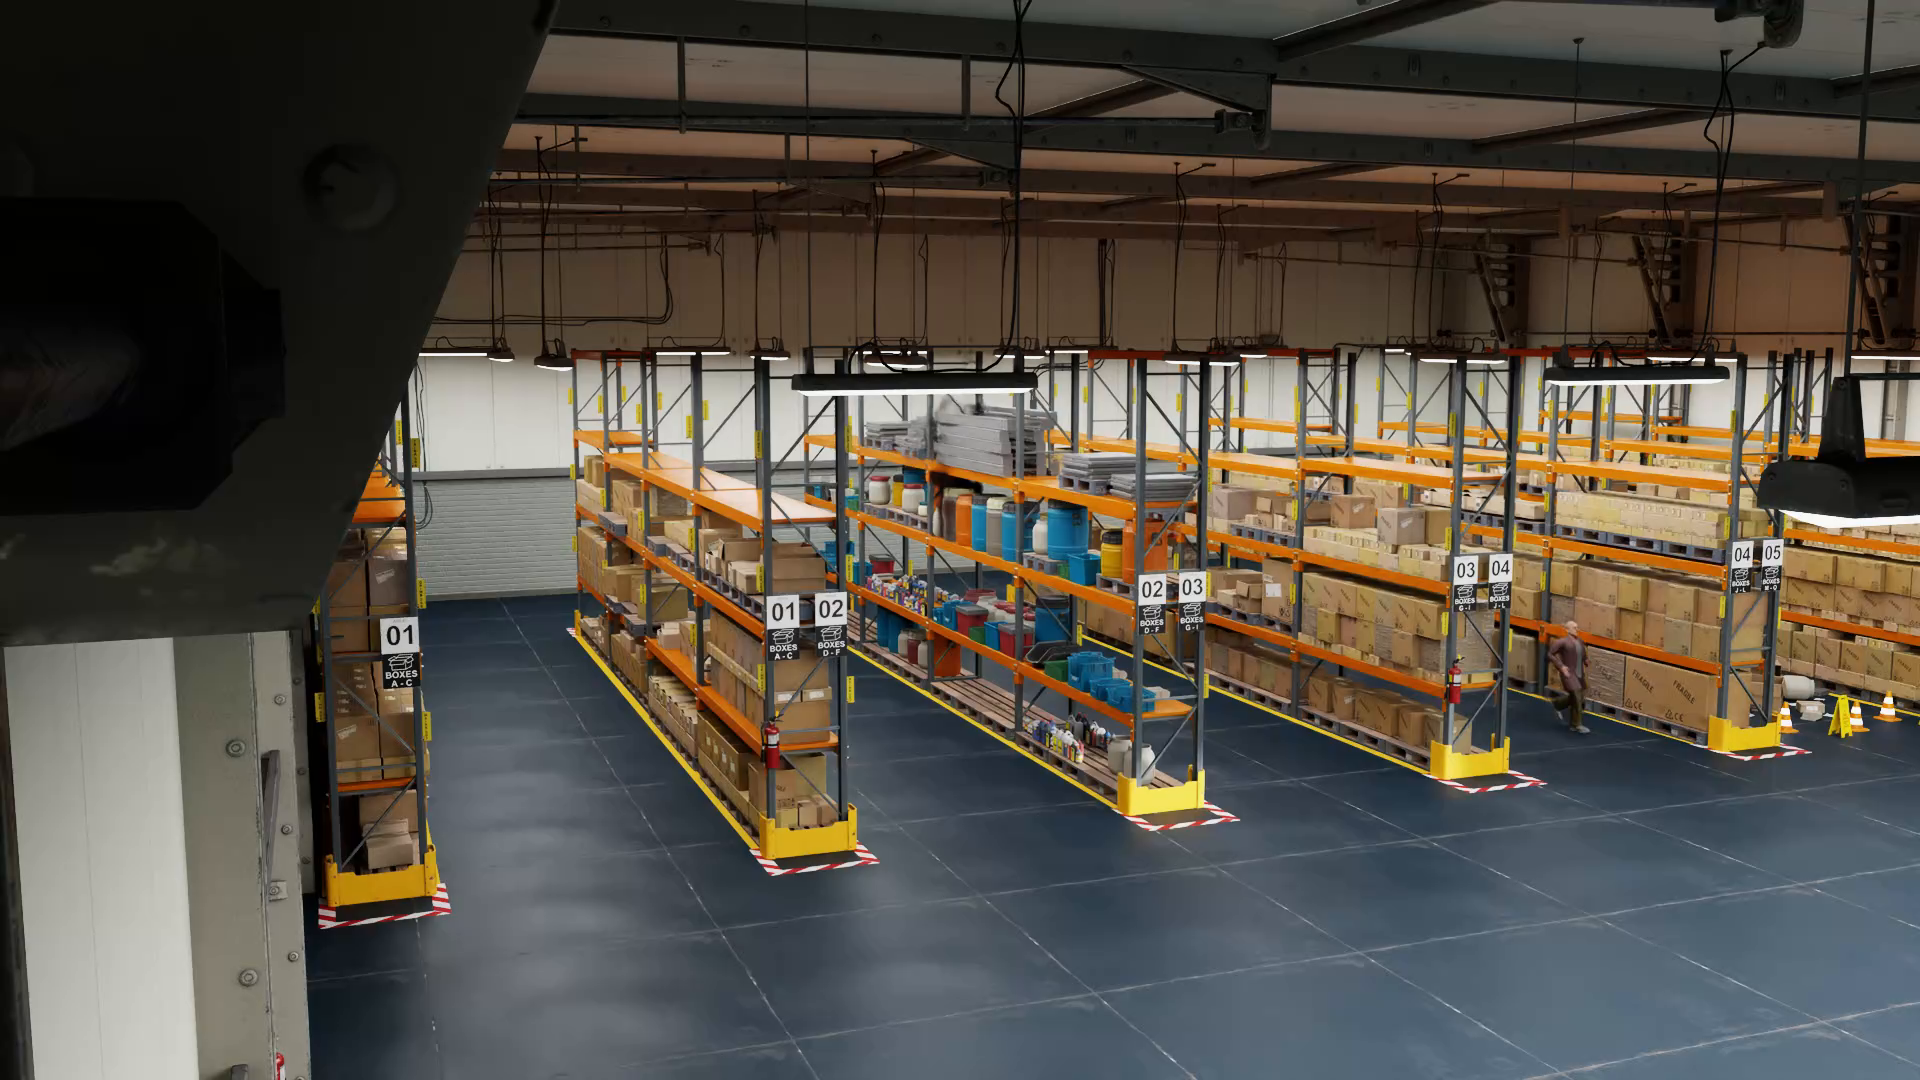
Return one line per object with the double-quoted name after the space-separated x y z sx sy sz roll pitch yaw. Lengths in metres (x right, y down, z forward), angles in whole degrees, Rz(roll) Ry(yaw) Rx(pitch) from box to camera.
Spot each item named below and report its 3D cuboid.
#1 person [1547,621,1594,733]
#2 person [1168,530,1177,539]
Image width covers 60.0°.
9.748 2.165 26.588 0.720 1.745 0.897 -4 8 -28 "person"
5.061 0.488 40.423 0.729 1.744 0.655 6 9 38 "person"
